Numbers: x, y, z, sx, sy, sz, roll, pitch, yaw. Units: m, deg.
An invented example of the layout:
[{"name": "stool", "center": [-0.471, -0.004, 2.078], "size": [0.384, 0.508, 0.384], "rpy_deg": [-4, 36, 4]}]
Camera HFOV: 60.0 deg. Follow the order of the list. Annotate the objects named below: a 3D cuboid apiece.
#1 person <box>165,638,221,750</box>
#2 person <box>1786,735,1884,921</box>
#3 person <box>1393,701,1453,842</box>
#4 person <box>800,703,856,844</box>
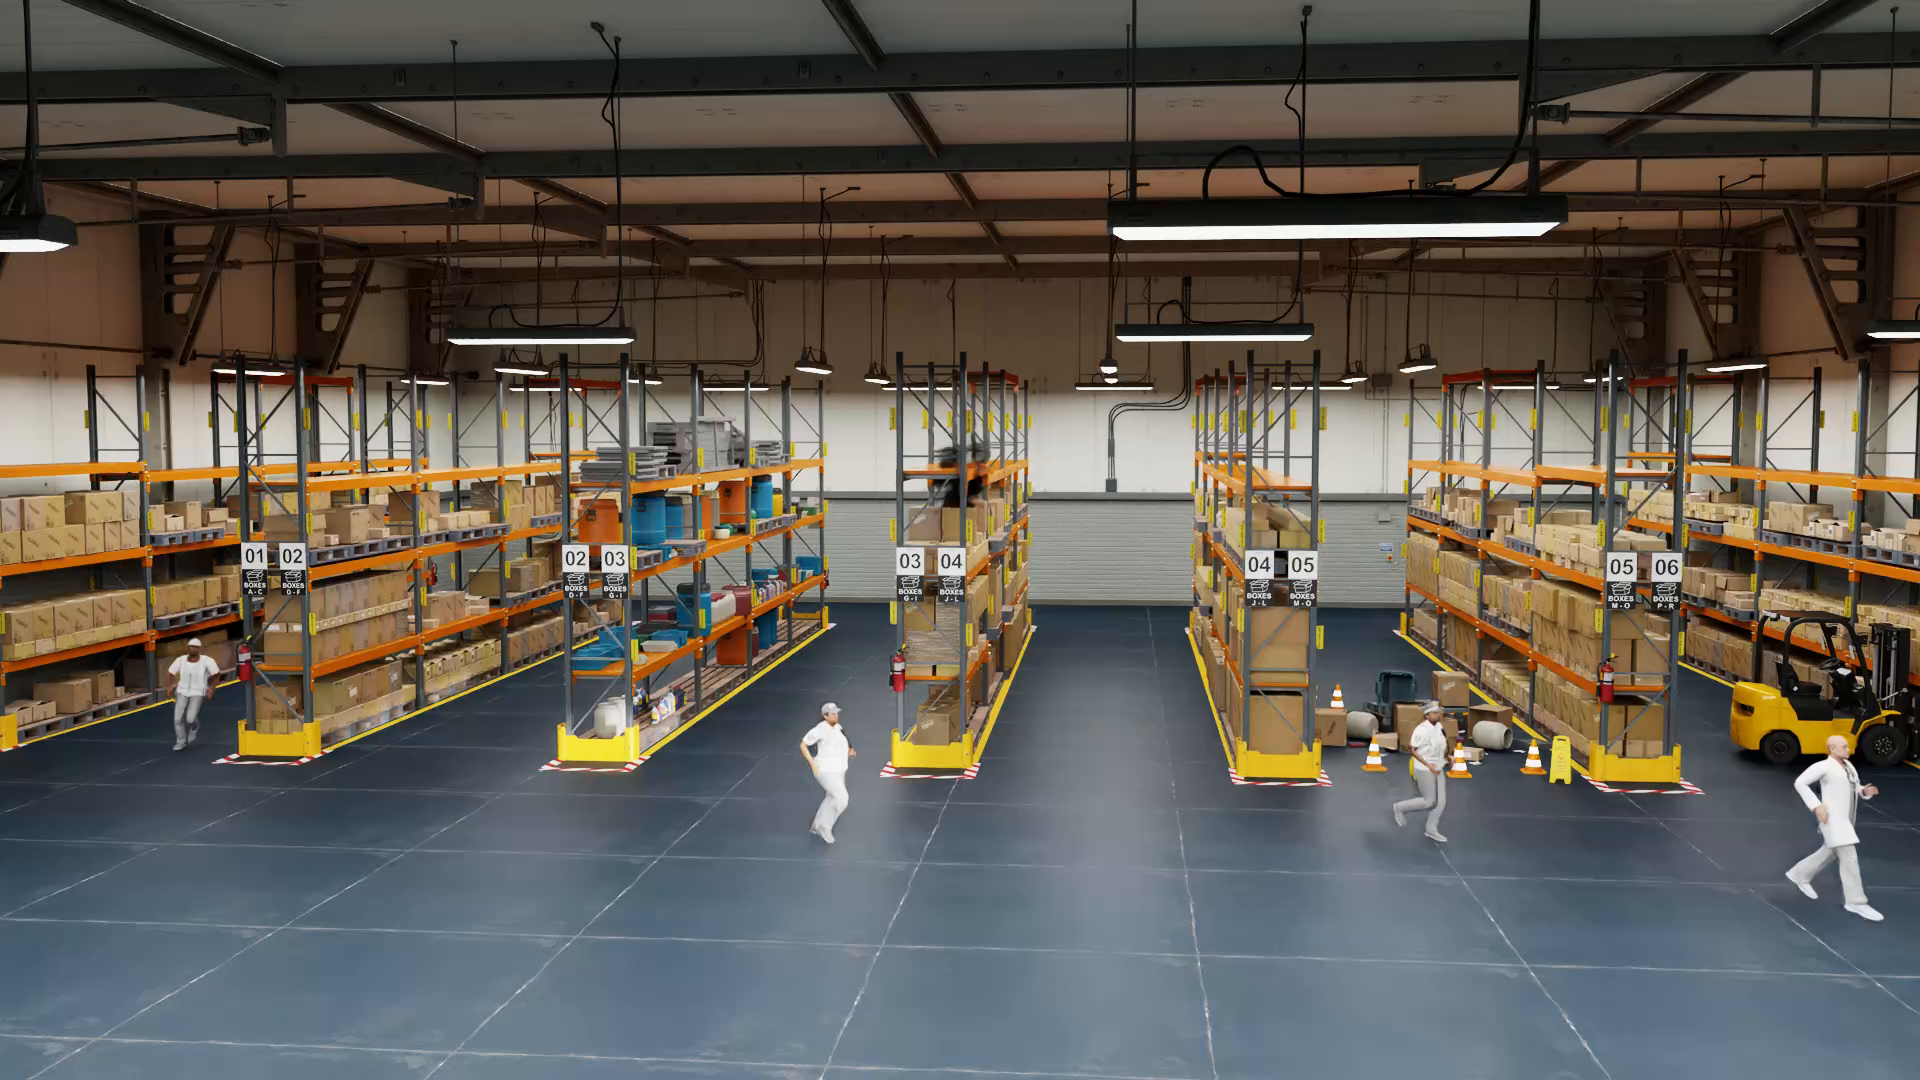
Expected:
[{"name": "person", "center": [-11.746, 2.350, 25.427], "size": [0.760, 1.707, 0.537], "rpy_deg": [-1, 4, -9]}, {"name": "person", "center": [8.942, 2.923, 16.973], "size": [0.695, 1.691, 1.045], "rpy_deg": [-3, 5, -37]}, {"name": "person", "center": [5.624, 2.756, 20.076], "size": [0.581, 1.686, 0.658], "rpy_deg": [-3, 5, -39]}, {"name": "person", "center": [-1.525, 2.771, 19.787], "size": [0.669, 1.667, 0.579], "rpy_deg": [2, 5, 27]}]
